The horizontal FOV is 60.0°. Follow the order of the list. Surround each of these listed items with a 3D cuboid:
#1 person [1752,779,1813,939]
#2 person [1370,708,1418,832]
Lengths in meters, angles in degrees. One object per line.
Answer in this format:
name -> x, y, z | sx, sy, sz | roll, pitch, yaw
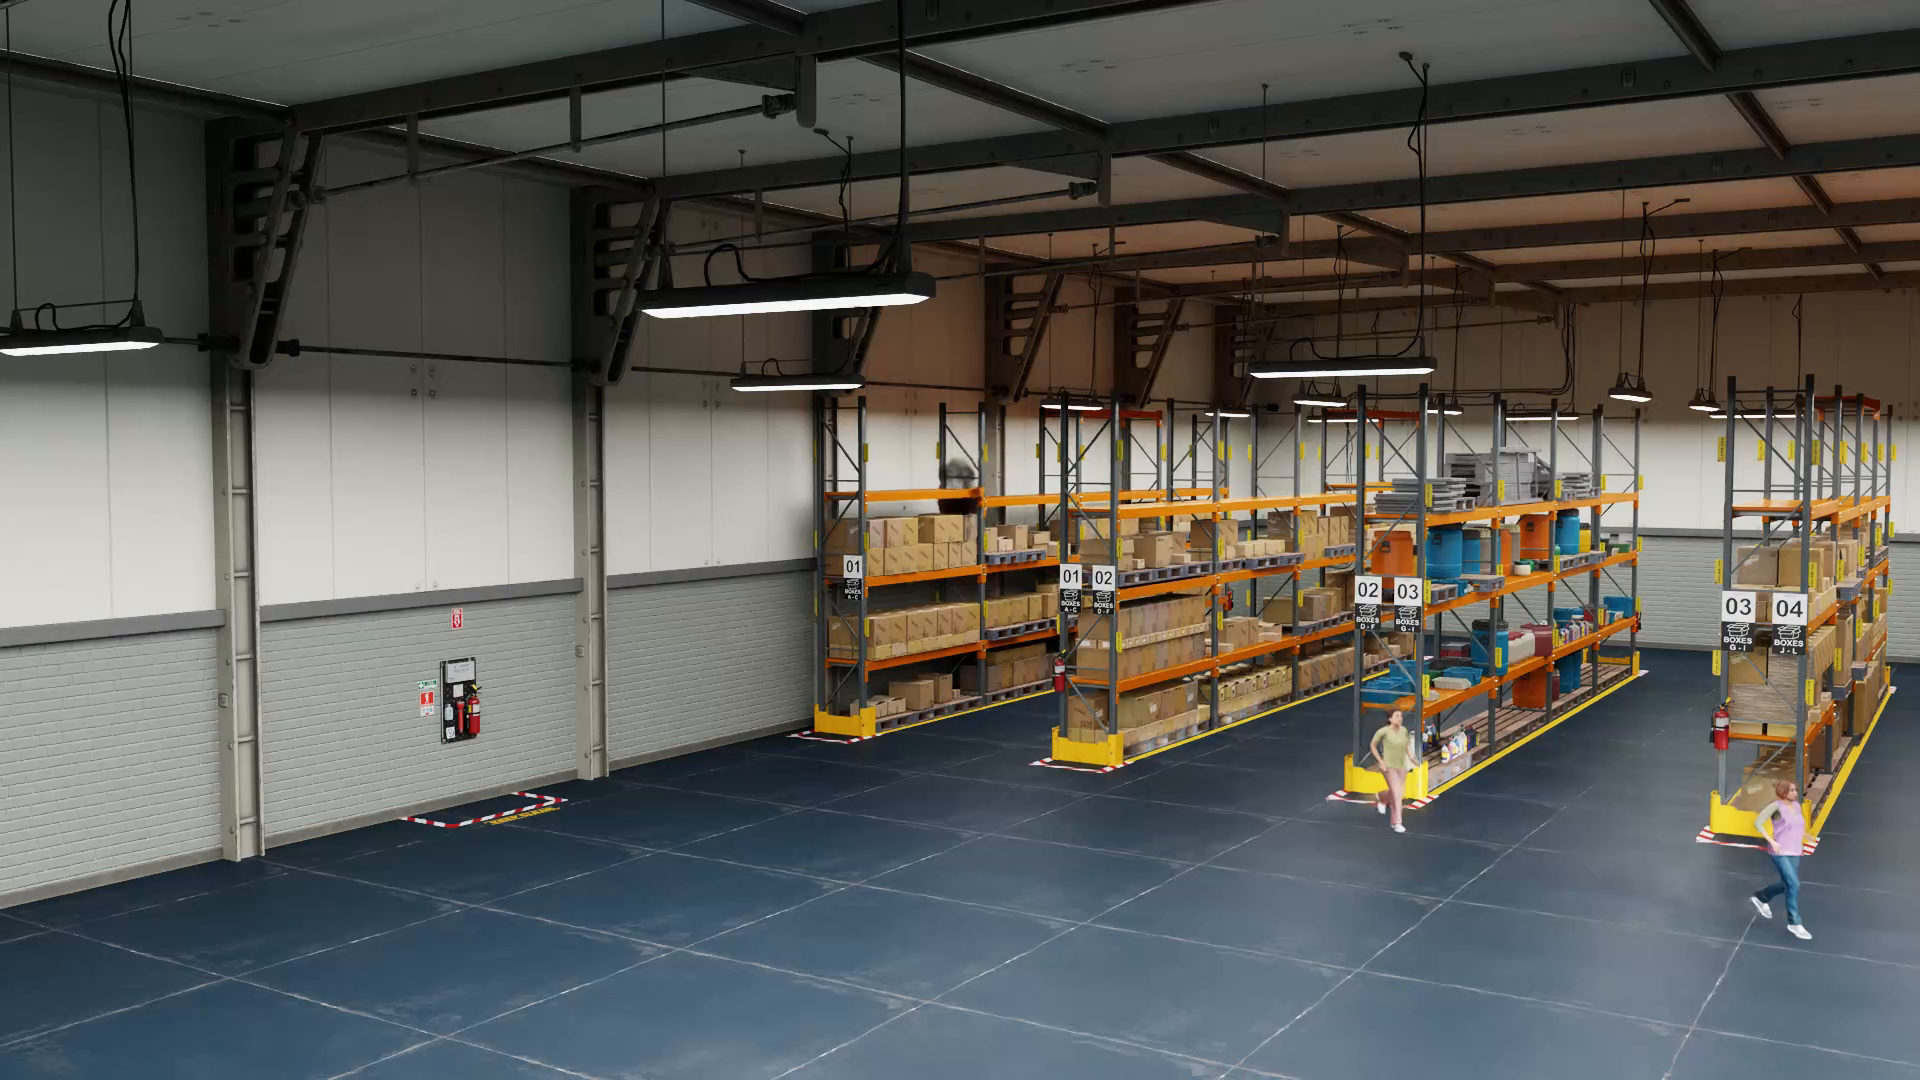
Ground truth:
person -> 8.583, 3.290, 17.393 | 0.523, 1.606, 0.752 | -1, 3, -26
person -> 5.731, 3.030, 22.215 | 0.565, 1.631, 0.731 | -1, 3, -20
